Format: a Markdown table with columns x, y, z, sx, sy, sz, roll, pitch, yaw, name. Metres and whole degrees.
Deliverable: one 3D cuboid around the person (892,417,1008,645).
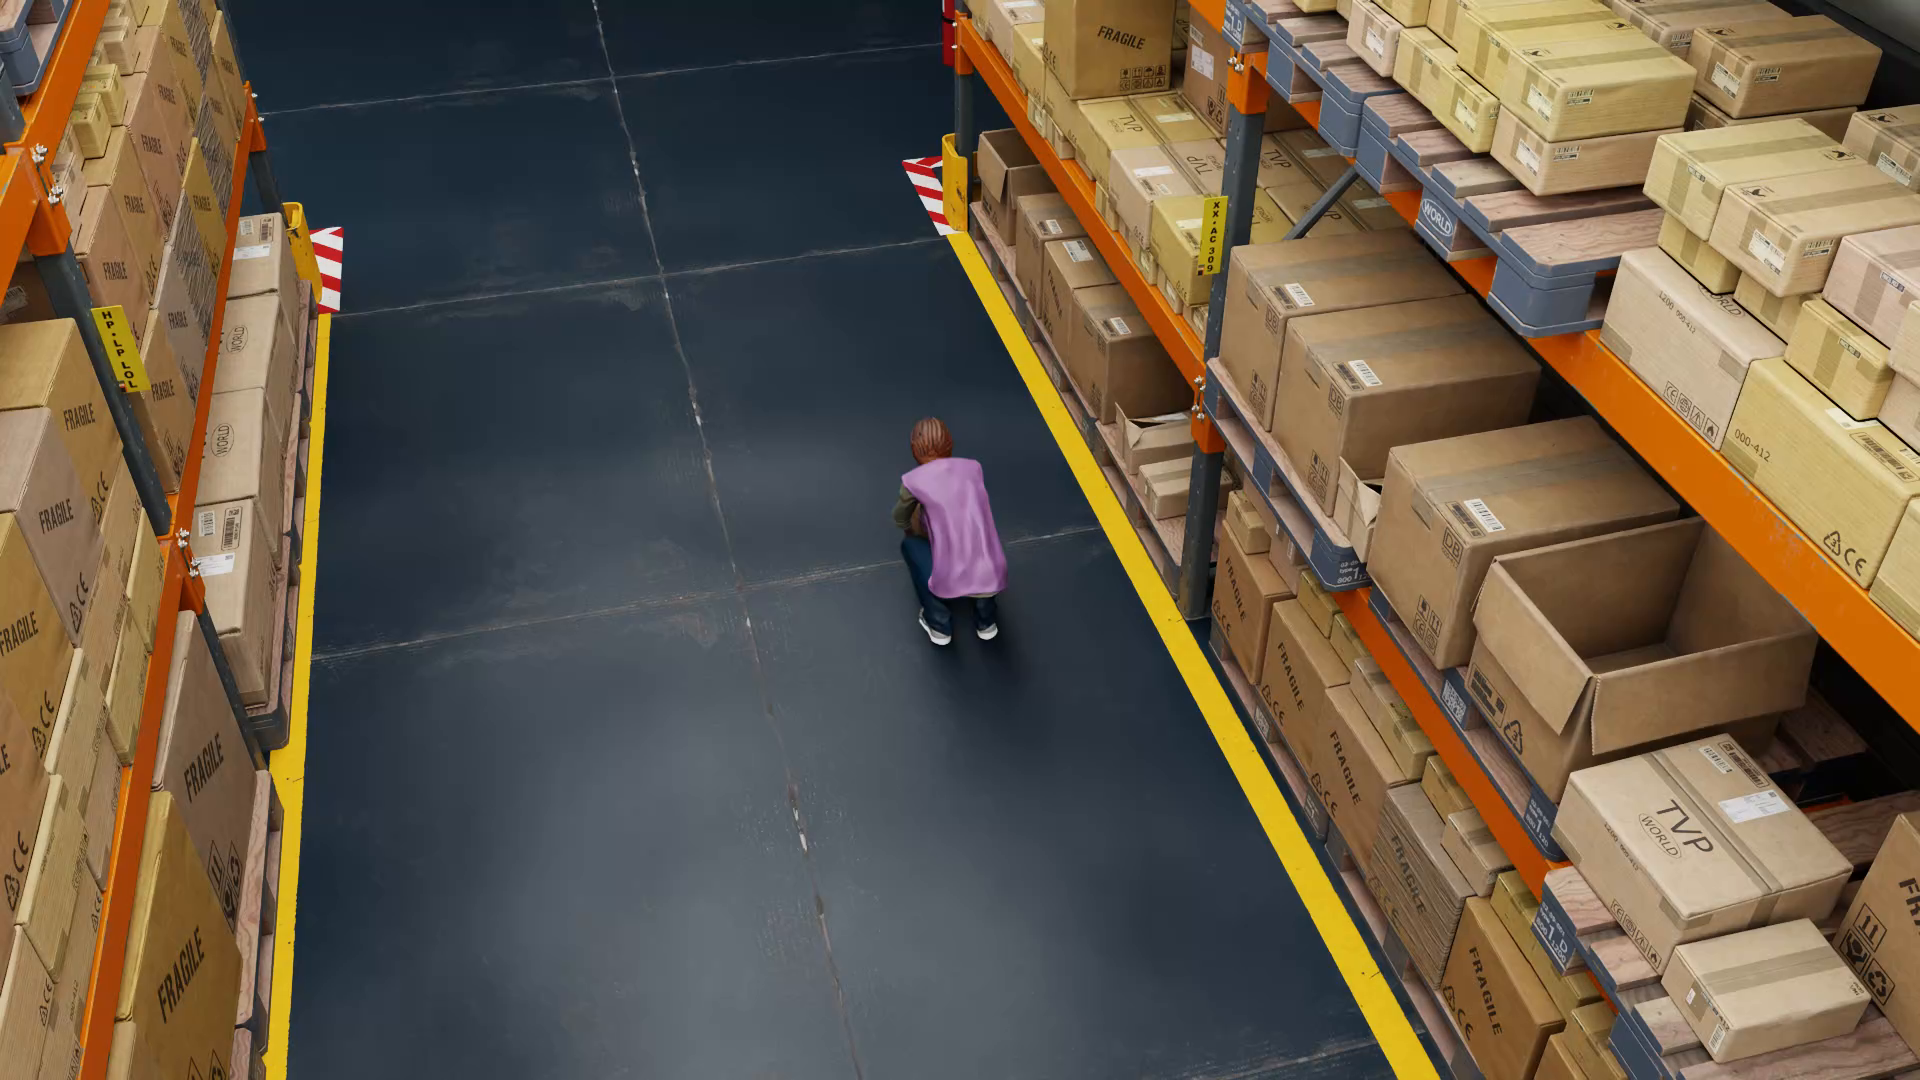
| x | y | z | sx | sy | sz | roll | pitch | yaw | name |
| --- | --- | --- | --- | --- | --- | --- | --- | --- | --- |
| -0.045 | -0.032 | 7.332 | 0.451 | 0.888 | 0.822 | -8 | 39 | -9 | person |
